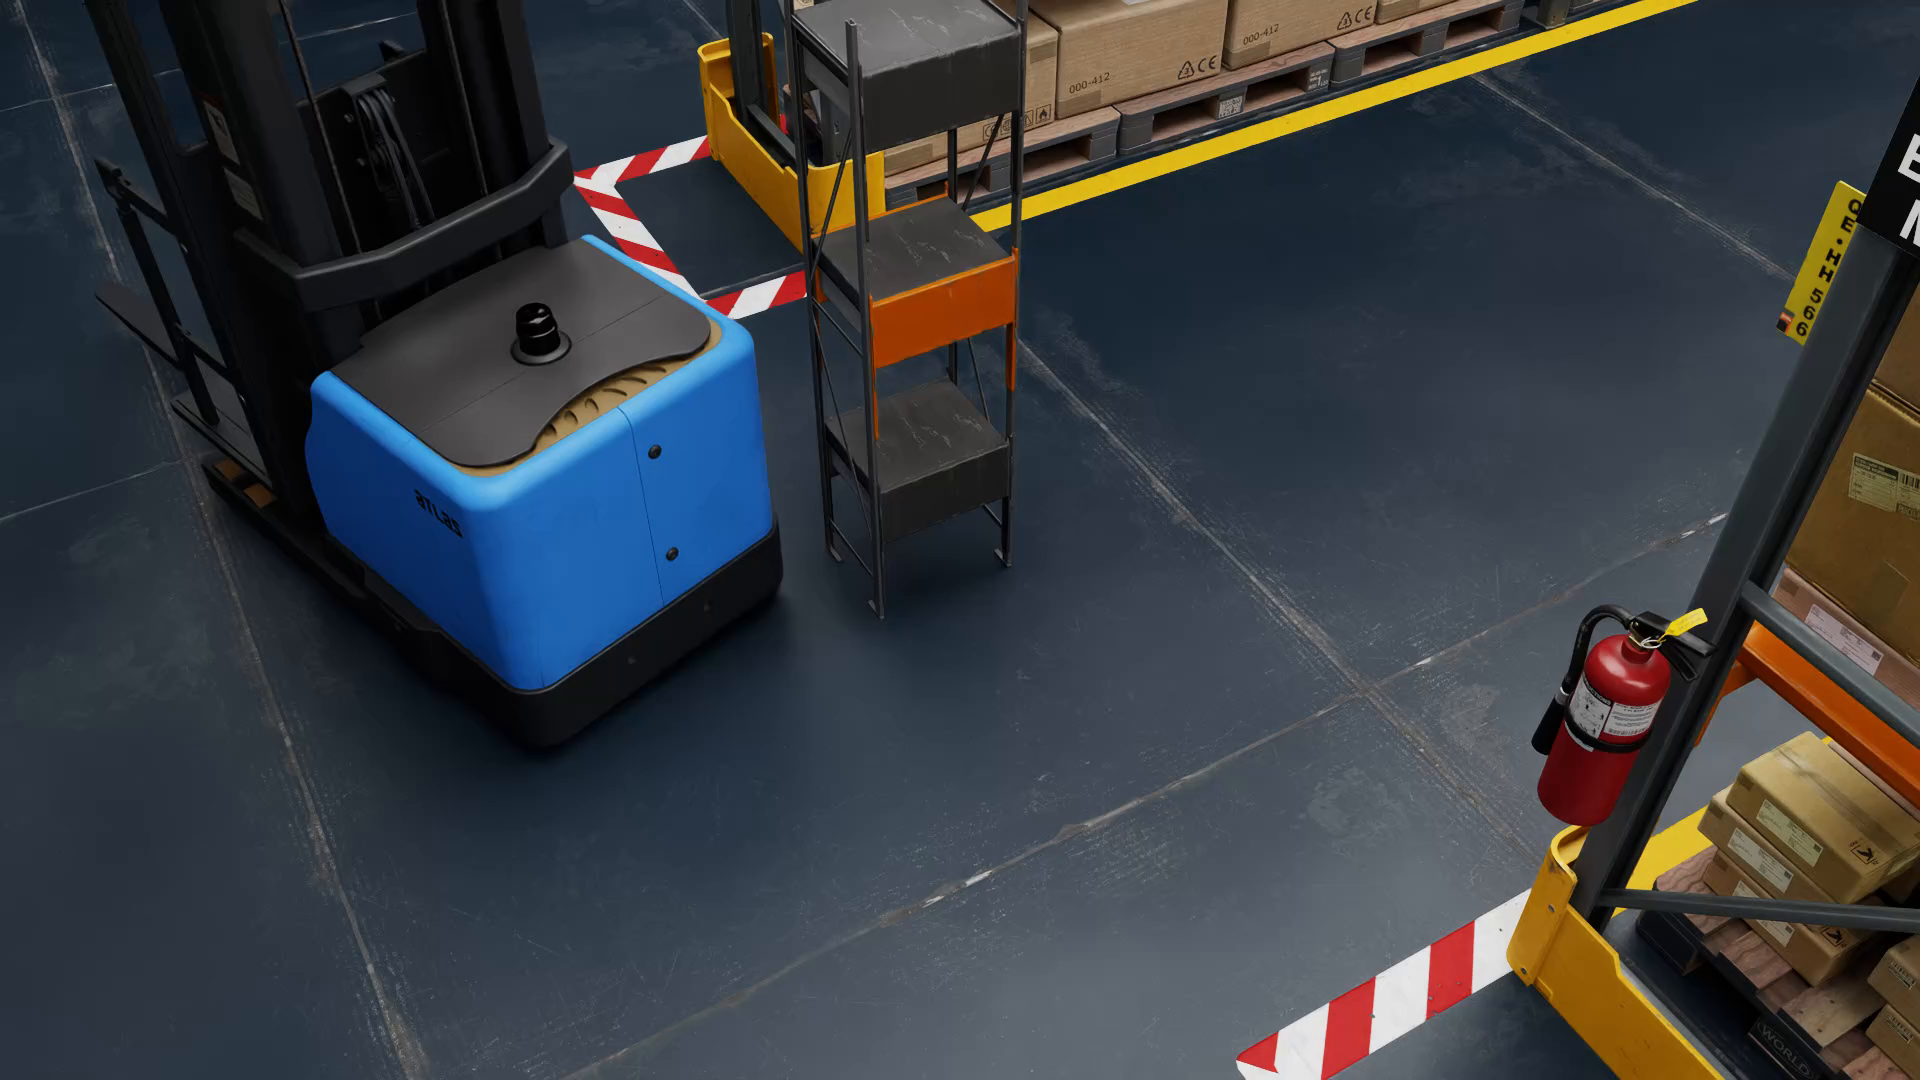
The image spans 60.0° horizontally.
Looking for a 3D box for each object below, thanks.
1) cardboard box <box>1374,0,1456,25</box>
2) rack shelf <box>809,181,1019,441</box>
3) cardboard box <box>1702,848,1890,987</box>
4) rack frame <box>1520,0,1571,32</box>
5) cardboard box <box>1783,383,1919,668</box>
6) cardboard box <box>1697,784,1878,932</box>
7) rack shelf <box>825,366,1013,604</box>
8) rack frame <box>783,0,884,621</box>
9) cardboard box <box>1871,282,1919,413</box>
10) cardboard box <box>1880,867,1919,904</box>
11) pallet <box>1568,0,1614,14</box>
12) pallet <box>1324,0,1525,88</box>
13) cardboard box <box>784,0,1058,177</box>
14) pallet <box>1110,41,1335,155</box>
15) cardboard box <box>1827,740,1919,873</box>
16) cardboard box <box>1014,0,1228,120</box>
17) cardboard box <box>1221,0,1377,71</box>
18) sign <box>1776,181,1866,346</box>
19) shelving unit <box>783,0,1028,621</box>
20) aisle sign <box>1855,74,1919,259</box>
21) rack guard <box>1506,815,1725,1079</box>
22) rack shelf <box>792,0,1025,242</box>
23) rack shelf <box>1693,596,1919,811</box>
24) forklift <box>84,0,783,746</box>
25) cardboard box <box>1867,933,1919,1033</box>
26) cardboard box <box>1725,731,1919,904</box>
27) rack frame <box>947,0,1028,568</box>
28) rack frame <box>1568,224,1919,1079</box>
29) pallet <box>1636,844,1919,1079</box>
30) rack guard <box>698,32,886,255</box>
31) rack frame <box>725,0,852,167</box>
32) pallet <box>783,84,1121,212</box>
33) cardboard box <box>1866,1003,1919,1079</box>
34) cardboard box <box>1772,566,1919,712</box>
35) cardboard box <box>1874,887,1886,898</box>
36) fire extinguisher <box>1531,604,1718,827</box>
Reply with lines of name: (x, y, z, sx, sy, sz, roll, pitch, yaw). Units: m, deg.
cardboard box: (2.168, -3.043, 8.270, 0.875, 0.438, 0.875, -22, 48, -21)
rack shelf: (-0.144, -0.686, 4.969, 0.480, 0.518, 0.431, -22, 48, -21)
cardboard box: (2.204, 0.940, 4.373, 0.250, 0.149, 0.380, -21, 48, -20)
rack frame: (2.766, -3.965, 7.682, 0.127, 3.000, 1.000, -22, 48, -21)
cardboard box: (2.113, -0.077, 3.390, 0.500, 0.500, 0.500, -21, 48, -20)
cardboard box: (2.167, 0.787, 4.317, 0.250, 0.149, 0.380, -23, 49, -22)
rack shelf: (-0.144, -0.184, 5.457, 0.480, 0.518, 0.431, -22, 48, -21)
rack frame: (-0.355, -0.611, 4.872, 0.015, 2.100, 0.400, -22, 48, -21)
cardboard box: (2.124, -0.434, 3.040, 0.500, 0.500, 0.500, -23, 49, -22)
cardboard box: (2.420, 0.729, 4.377, 0.250, 0.149, 0.380, -23, 49, -22)
pallet: (3.397, -3.278, 8.976, 1.213, 0.211, 1.003, -22, 48, -21)
pallet: (2.067, -2.748, 8.430, 1.213, 0.211, 1.003, -22, 48, -21)
cardboard box: (-0.180, -2.098, 7.296, 0.875, 0.438, 0.875, -23, 49, -22)
pallet: (1.008, -2.322, 7.991, 1.213, 0.211, 1.003, -22, 48, -21)
cardboard box: (2.430, 0.646, 4.249, 0.250, 0.149, 0.380, -21, 48, -20)
cardboard box: (0.609, -2.421, 7.629, 0.875, 0.438, 0.875, -21, 48, -20)
cardboard box: (1.392, -2.732, 7.950, 0.875, 0.438, 0.875, -23, 49, -22)
sign: (1.592, -0.494, 3.047, 0.005, 0.325, 0.100, -22, 48, -21)
shelving unit: (-0.144, -0.696, 4.960, 0.503, 2.100, 0.431, -22, 48, -21)
aisle sign: (1.638, -0.712, 2.463, 0.004, 0.787, 0.394, -22, 48, -21)
rack guard: (1.917, 1.247, 4.106, 0.348, 0.500, 1.175, -22, 48, -21)
rack shelf: (-0.144, -1.189, 4.482, 0.480, 0.518, 0.431, -22, 48, -21)
rack shelf: (3.585, -0.059, 4.174, 4.000, 0.370, 1.077, -22, 48, -21)
forklift: (-2.014, -1.330, 5.016, 3.031, 2.935, 1.130, 33, 53, 29)
cardboard box: (2.433, 1.116, 3.979, 0.250, 0.149, 0.380, -20, 48, -19)
cardboard box: (2.184, 0.699, 4.194, 0.250, 0.149, 0.380, -21, 48, -20)
rack frame: (0.068, -0.781, 5.047, 0.015, 2.100, 0.400, -22, 48, -21)
rack frame: (1.851, 0.377, 3.208, 0.127, 3.000, 1.000, -22, 48, -21)
pallet: (2.639, 1.090, 4.475, 1.213, 0.211, 1.003, -22, 48, -21)
rack guard: (-0.723, -1.672, 7.114, 0.348, 0.500, 1.175, -22, 48, -21)
rack frame: (-0.703, -2.577, 6.252, 0.127, 3.000, 1.000, -22, 48, -21)
pallet: (-0.048, -1.901, 7.558, 1.213, 0.211, 1.003, -22, 48, -21)
cardboard box: (2.465, 1.261, 4.043, 0.250, 0.149, 0.380, -21, 48, -20)
cardboard box: (1.993, 0.183, 3.588, 0.250, 0.149, 0.380, -22, 48, -21)
cardboard box: (2.376, 0.790, 4.528, 0.250, 0.149, 0.380, -20, 48, -20)
fire extinguisher: (1.403, 0.347, 3.562, 0.183, 0.674, 0.296, -22, 48, -21)
